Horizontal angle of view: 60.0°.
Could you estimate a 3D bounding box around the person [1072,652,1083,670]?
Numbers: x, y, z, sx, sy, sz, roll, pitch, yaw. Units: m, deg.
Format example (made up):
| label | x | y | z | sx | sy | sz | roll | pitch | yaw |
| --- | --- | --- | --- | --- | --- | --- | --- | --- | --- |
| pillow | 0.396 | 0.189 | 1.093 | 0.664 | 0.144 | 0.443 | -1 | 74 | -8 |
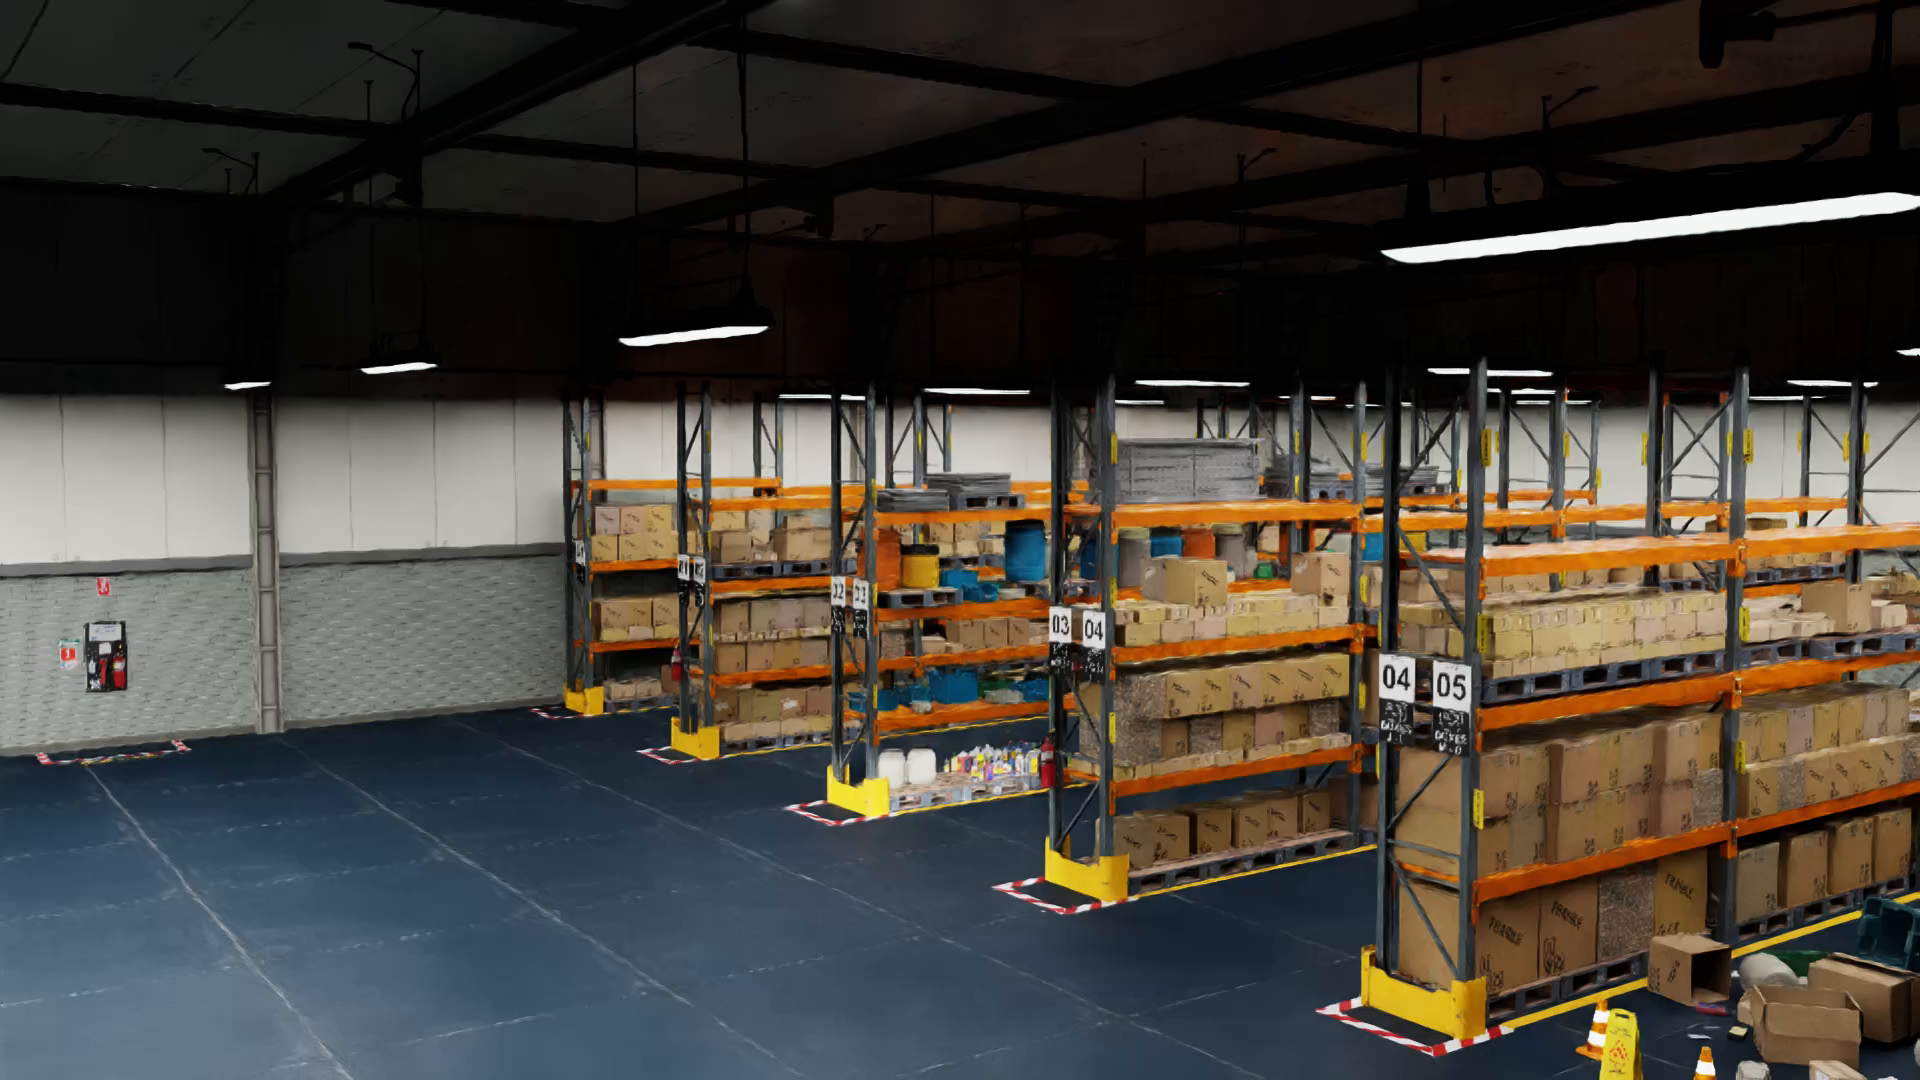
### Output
| label | x | y | z | sx | sy | sz | roll | pitch | yaw |
| --- | --- | --- | --- | --- | --- | --- | --- | --- | --- |
| person | 2.567 | 2.066 | 34.368 | 0.492 | 1.767 | 0.627 | 2 | 4 | 28 |
